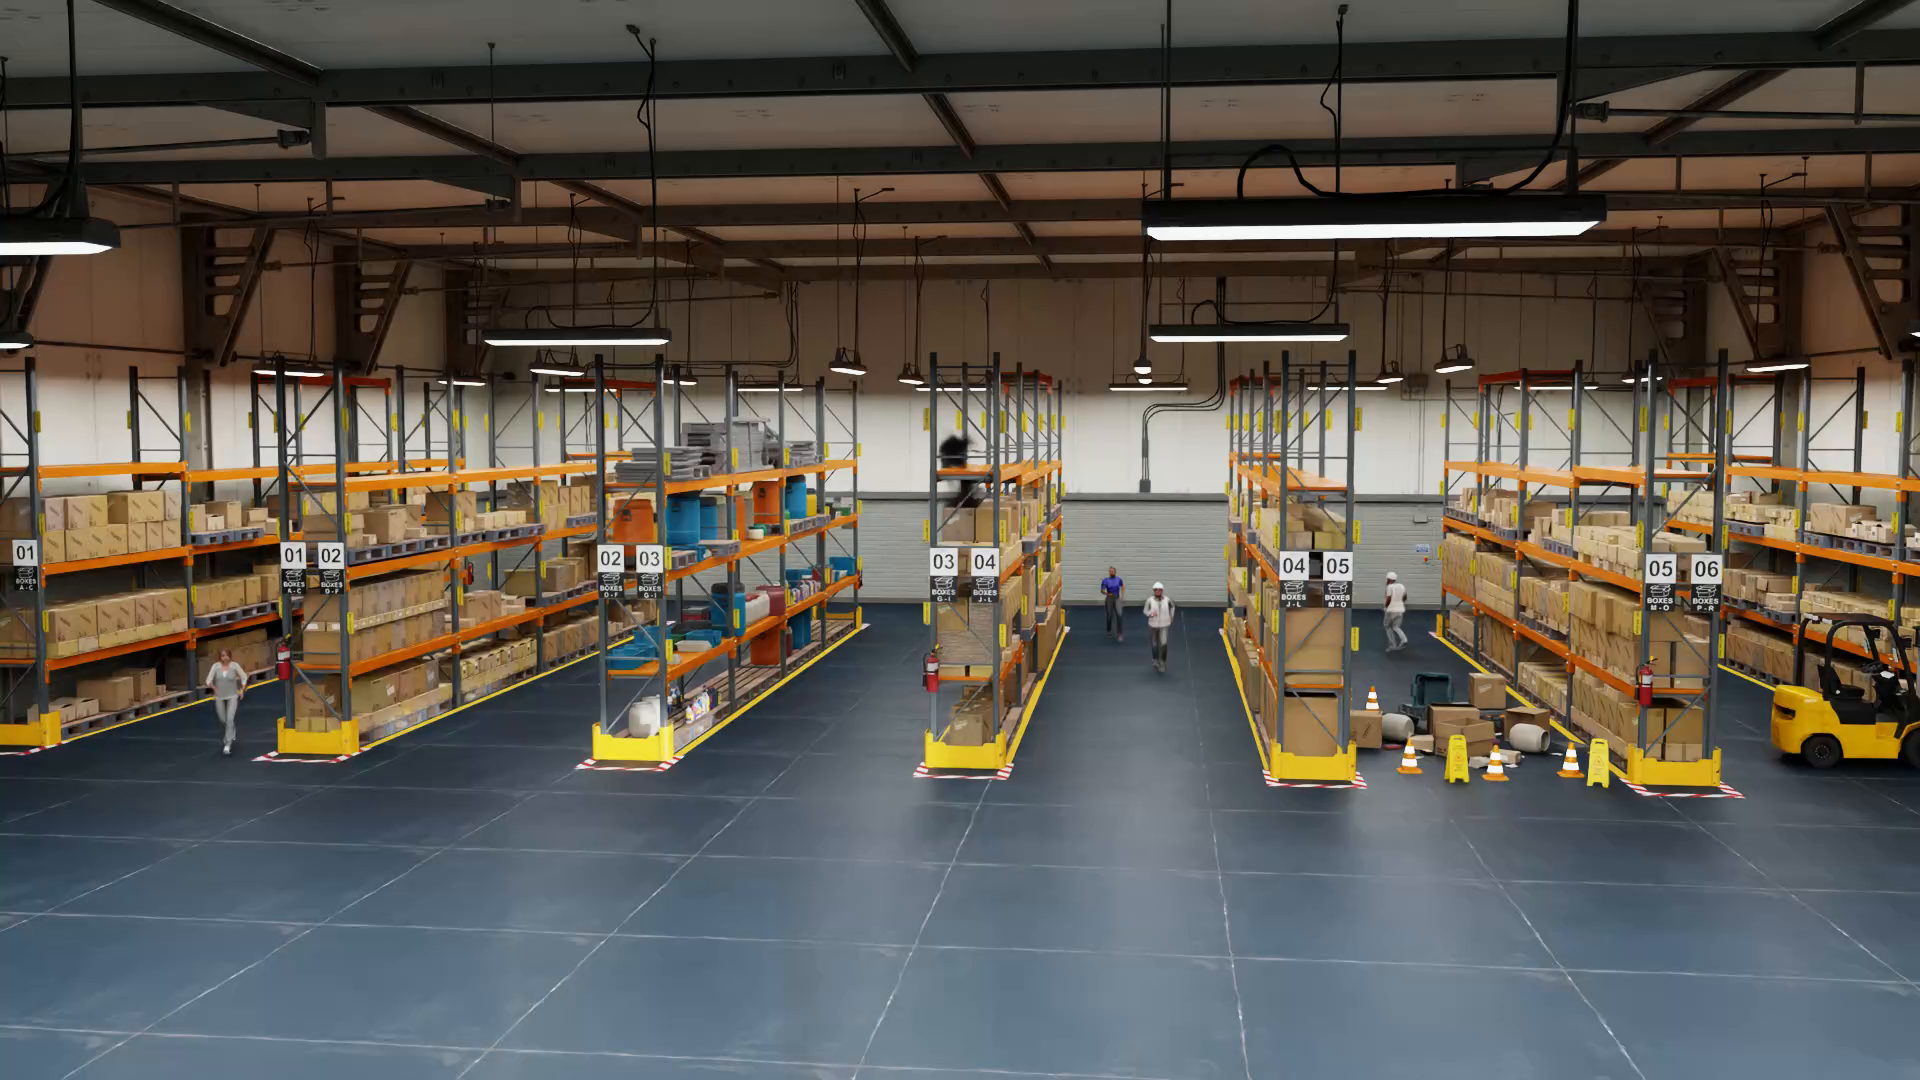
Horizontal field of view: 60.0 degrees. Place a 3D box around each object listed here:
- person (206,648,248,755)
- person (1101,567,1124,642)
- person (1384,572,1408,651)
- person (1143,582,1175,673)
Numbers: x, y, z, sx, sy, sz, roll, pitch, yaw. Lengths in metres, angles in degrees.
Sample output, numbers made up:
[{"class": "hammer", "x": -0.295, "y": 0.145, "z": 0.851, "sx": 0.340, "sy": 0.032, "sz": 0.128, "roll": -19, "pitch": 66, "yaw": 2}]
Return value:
[{"class": "person", "x": -11.194, "y": 2.435, "z": 25.393, "sx": 0.568, "sy": 1.603, "sz": 0.753, "roll": -1, "pitch": 4, "yaw": -12}, {"class": "person", "x": 3.527, "y": 1.456, "z": 38.382, "sx": 0.581, "sy": 1.689, "sz": 0.859, "roll": 0, "pitch": 4, "yaw": -3}, {"class": "person", "x": 9.520, "y": 1.581, "z": 36.138, "sx": 0.670, "sy": 1.754, "sz": 0.761, "roll": -2, "pitch": 4, "yaw": -22}, {"class": "person", "x": 4.000, "y": 1.758, "z": 33.438, "sx": 0.627, "sy": 1.825, "sz": 0.832, "roll": 1, "pitch": 4, "yaw": 7}]
